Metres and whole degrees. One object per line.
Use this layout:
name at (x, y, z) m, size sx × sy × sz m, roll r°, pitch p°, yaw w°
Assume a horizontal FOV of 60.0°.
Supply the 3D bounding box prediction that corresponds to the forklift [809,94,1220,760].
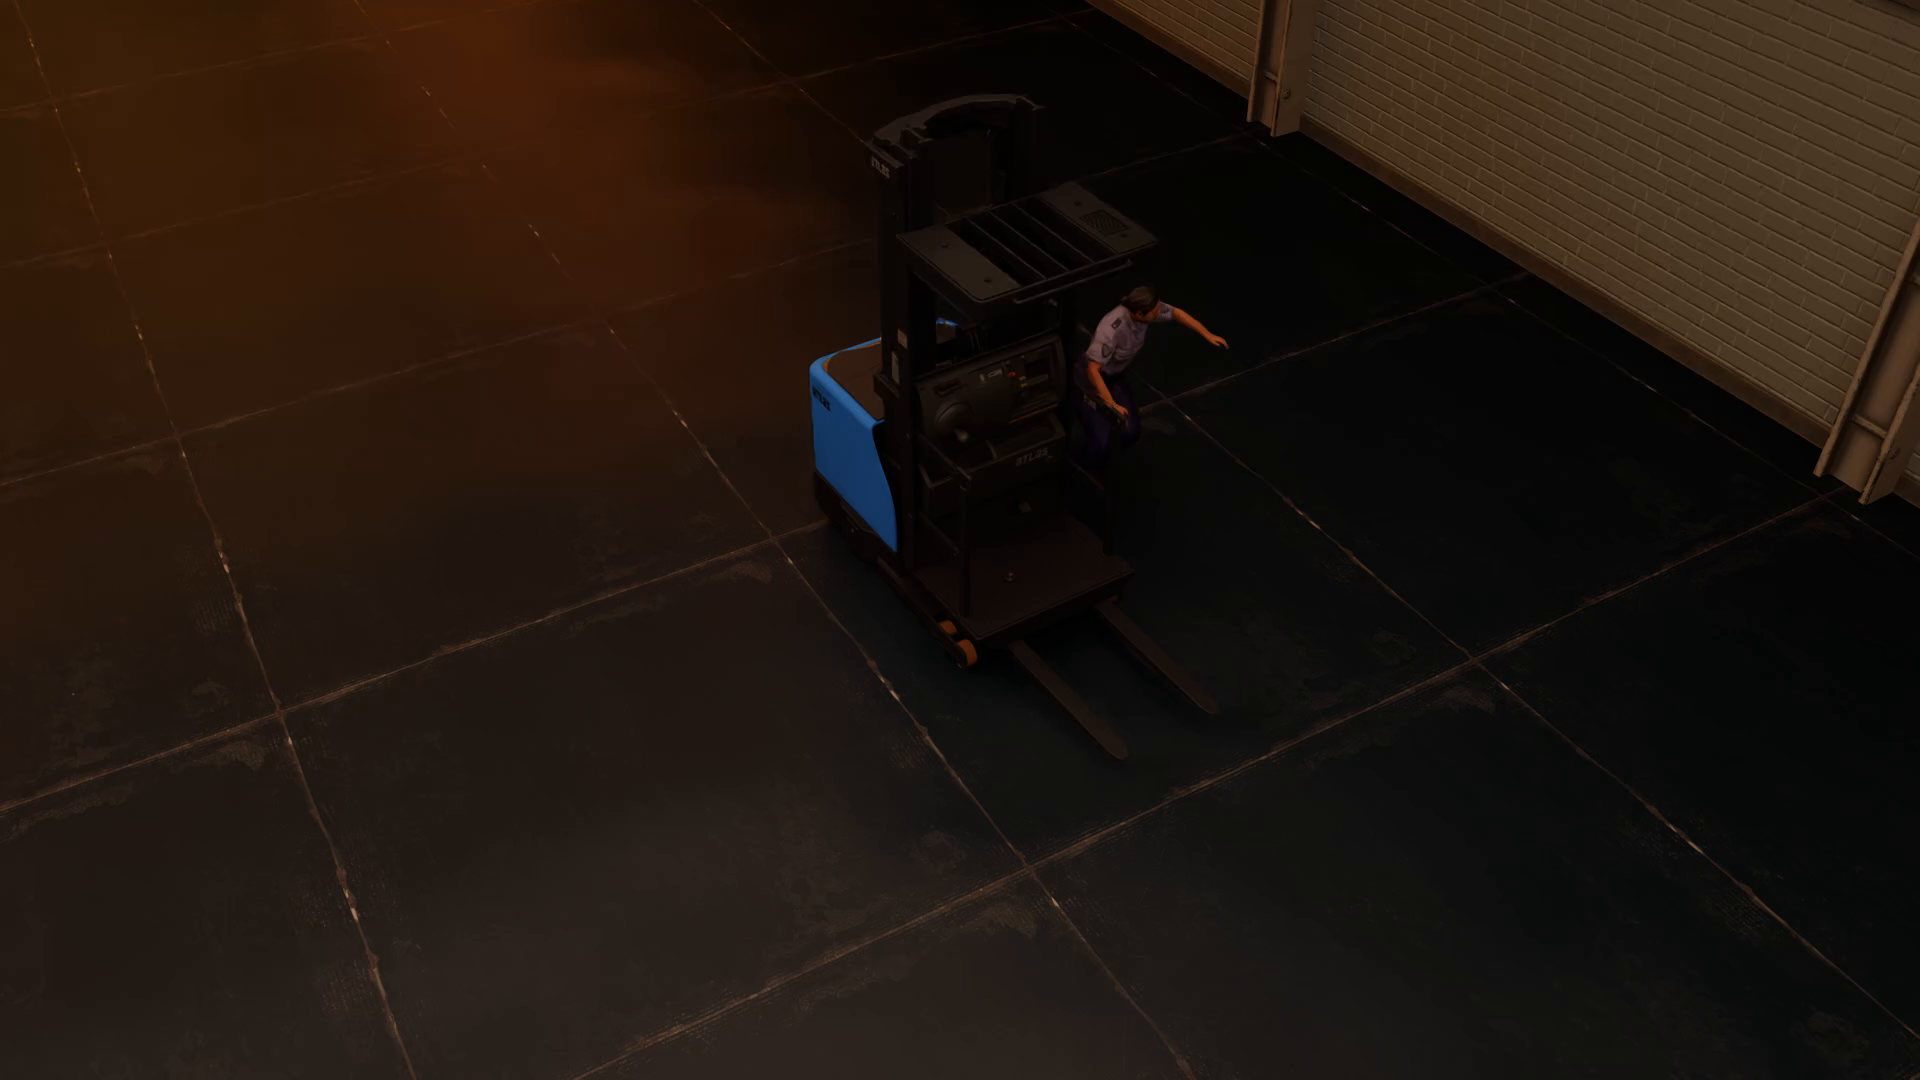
forklift at (0.298, -0.746, 8.935) m, size 1.130 × 2.935 × 3.031 m, roll -22°, pitch 45°, yaw -25°

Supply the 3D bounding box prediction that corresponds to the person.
person at (0.990, -0.856, 10.255) m, size 0.867 × 1.427 × 1.226 m, roll 24°, pitch 45°, yaw 26°
